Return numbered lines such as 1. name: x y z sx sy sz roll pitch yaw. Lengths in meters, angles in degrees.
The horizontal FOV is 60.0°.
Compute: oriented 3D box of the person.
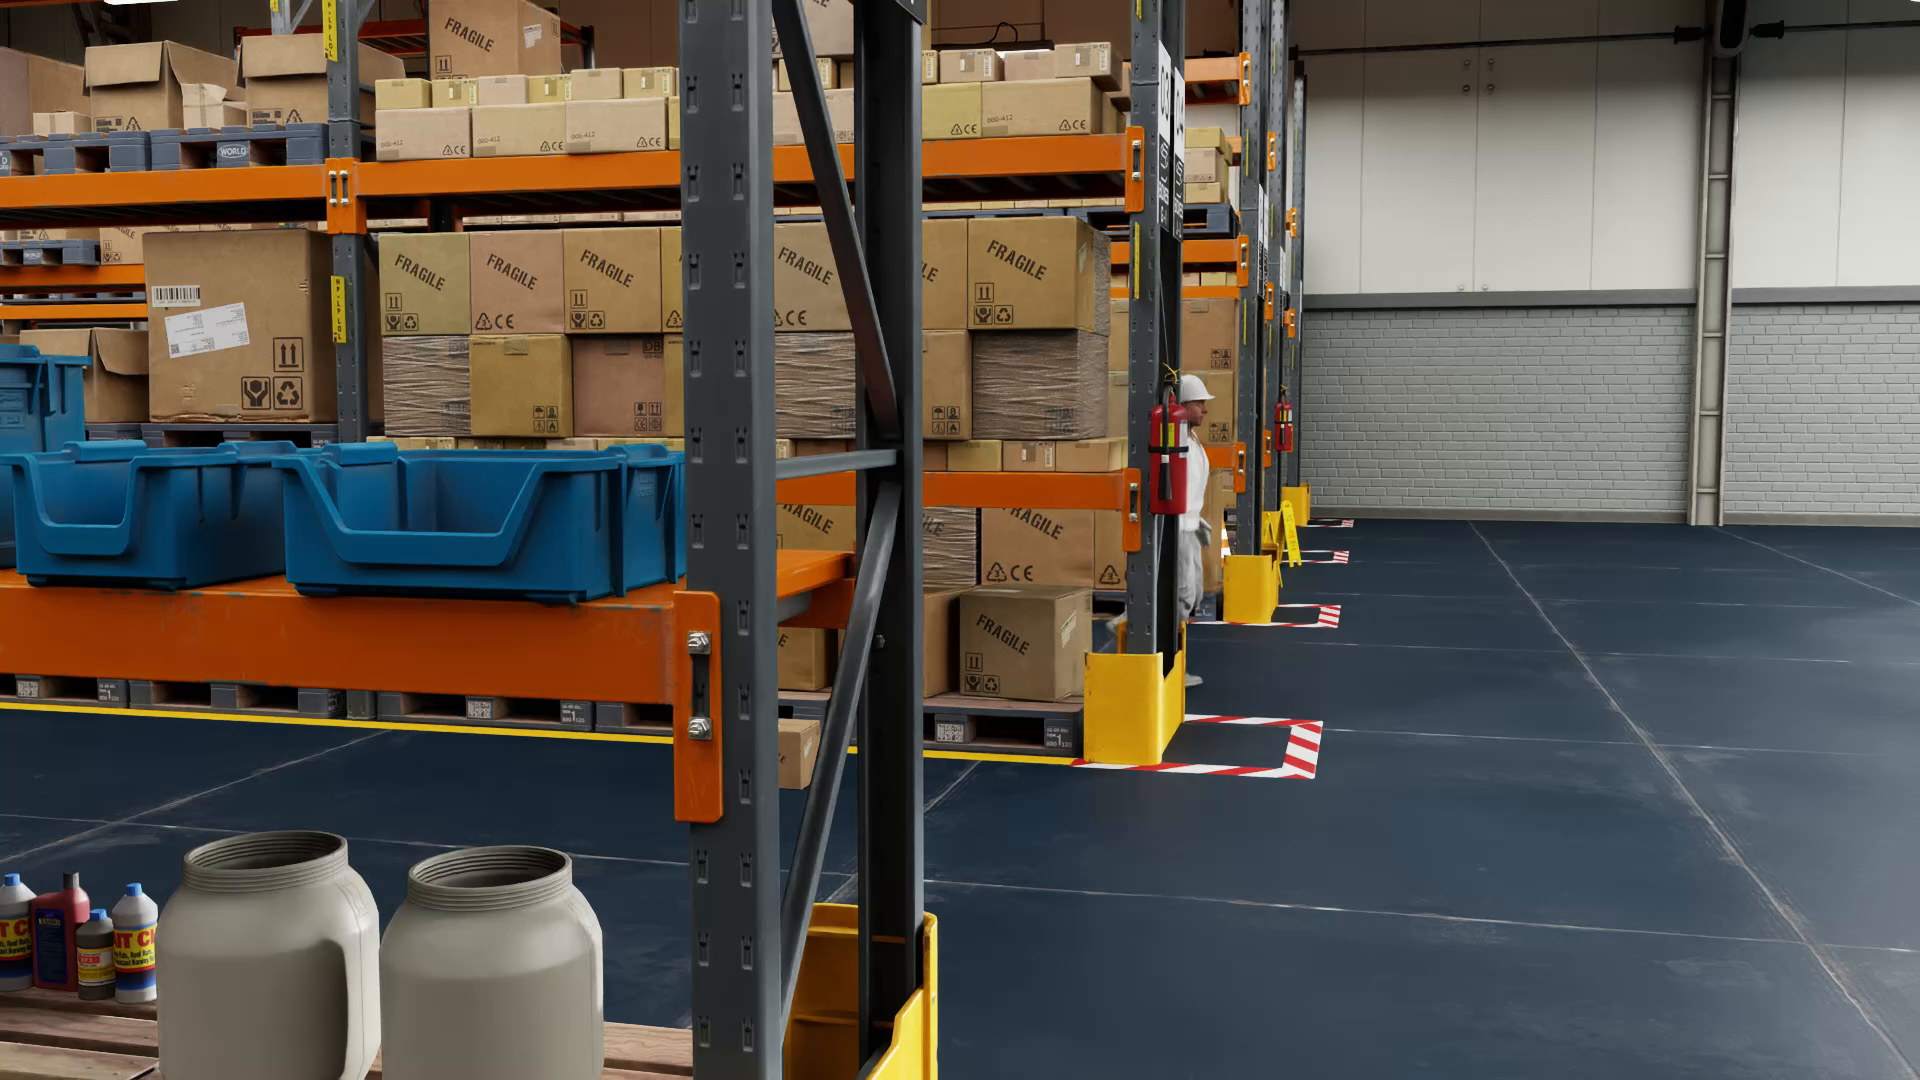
1. person: 1.121 -0.053 9.408 0.649 1.755 0.606 2 5 18
